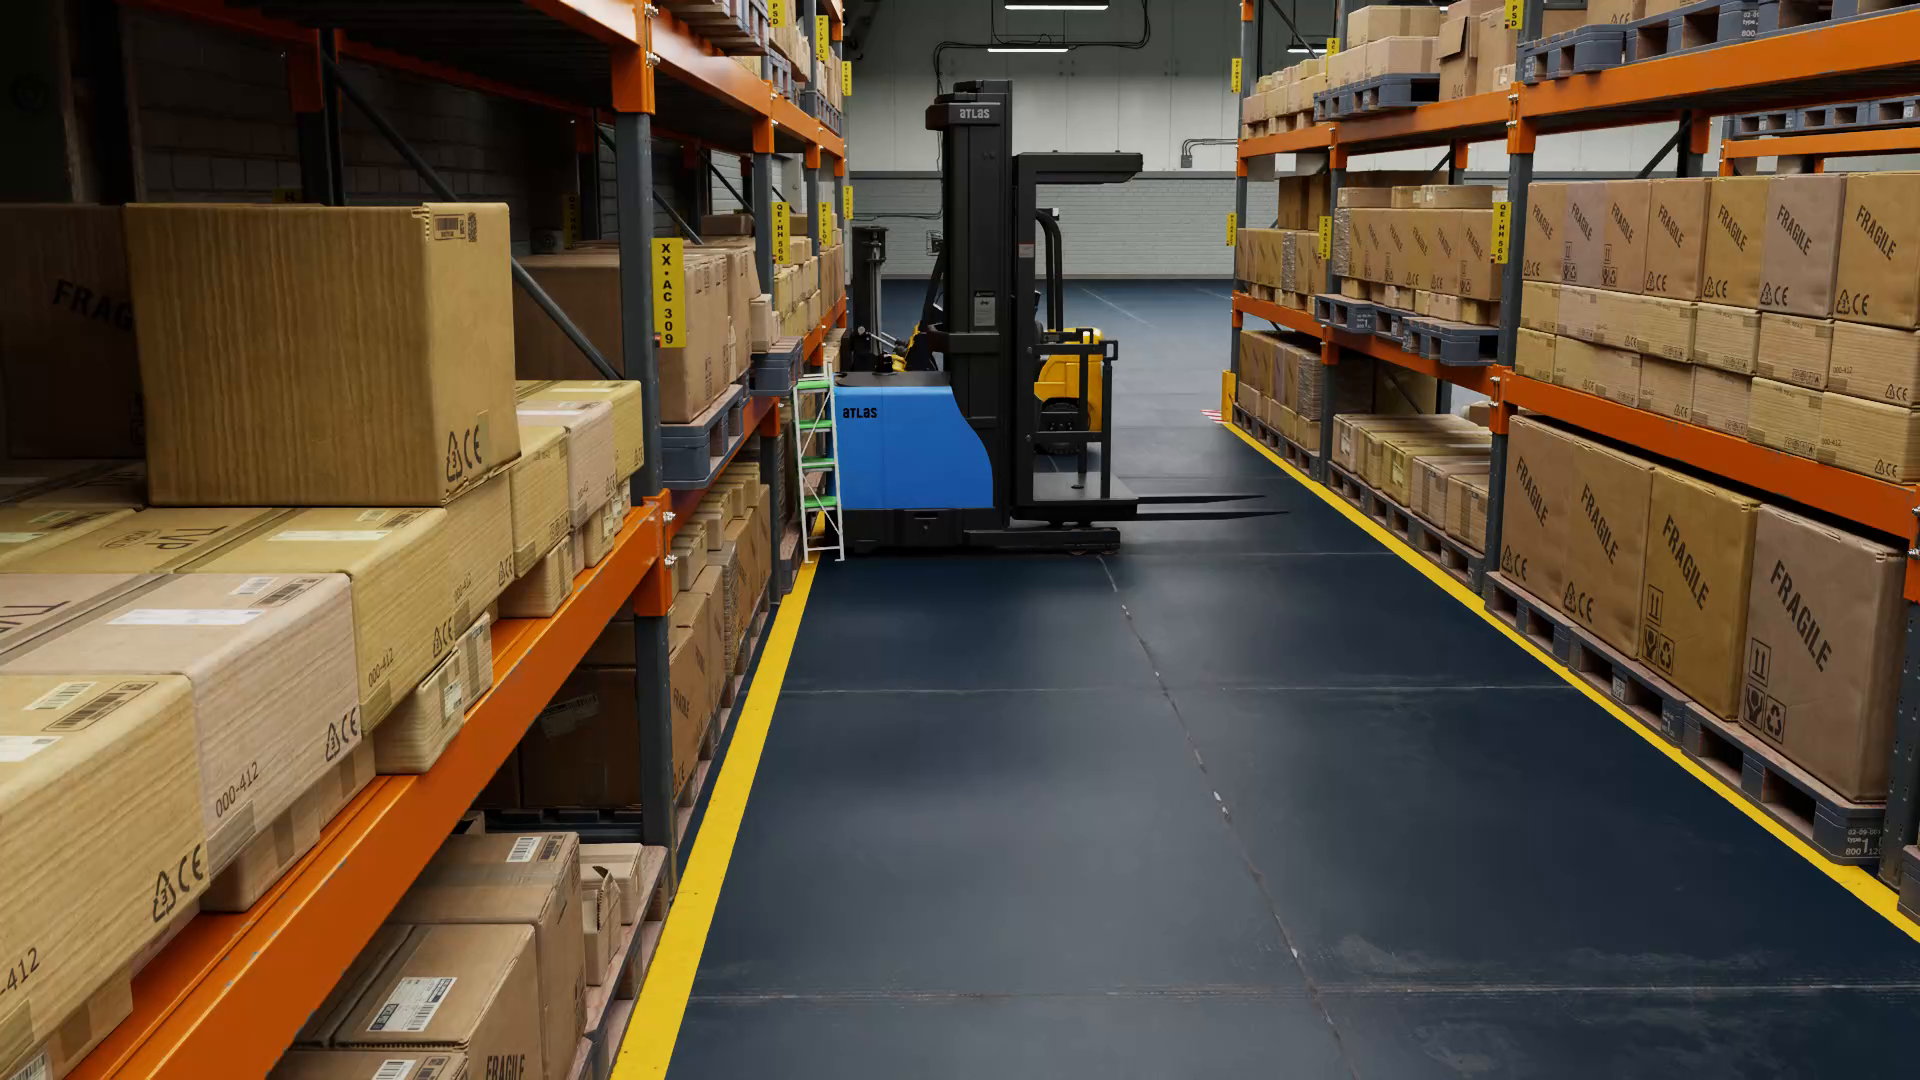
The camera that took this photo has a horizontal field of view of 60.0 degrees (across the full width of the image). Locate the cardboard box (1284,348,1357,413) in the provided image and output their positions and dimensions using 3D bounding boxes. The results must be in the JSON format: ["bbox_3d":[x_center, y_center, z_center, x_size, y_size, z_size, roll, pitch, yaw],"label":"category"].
[{"bbox_3d":[3.084,-1.369,14.236,0.500,0.500,0.500,0,11,0],"label":"cardboard box"}]

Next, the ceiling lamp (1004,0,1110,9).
[{"bbox_3d":[1.841,-11.762,31.723,2.000,3.185,0.800,0,11,-1],"label":"ceiling lamp"}]

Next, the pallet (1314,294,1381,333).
[{"bbox_3d":[3.247,-1.679,12.274,1.003,0.211,1.213,0,11,-1],"label":"pallet"}]

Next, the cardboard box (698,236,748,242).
[{"bbox_3d":[-1.793,-2.201,12.479,0.380,0.149,0.250,0,11,-2],"label":"cardboard box"}]

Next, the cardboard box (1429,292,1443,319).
[{"bbox_3d":[3.092,-1.430,10.141,0.380,0.149,0.250,-1,11,-4],"label":"cardboard box"}]

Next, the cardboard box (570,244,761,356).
[{"bbox_3d":[-1.285,-1.042,7.335,0.797,0.503,0.637,-1,11,-2],"label":"cardboard box"}]

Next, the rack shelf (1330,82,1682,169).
[{"bbox_3d":[3.418,-2.646,10.820,1.077,0.370,4.000,0,11,-1],"label":"rack shelf"}]

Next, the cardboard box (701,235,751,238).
[{"bbox_3d":[-1.849,-2.334,13.138,0.380,0.149,0.250,0,11,-1],"label":"cardboard box"}]

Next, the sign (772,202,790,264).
[{"bbox_3d":[-0.961,-1.642,8.896,0.100,0.325,0.005,0,11,-1],"label":"sign"}]

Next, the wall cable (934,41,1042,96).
[{"bbox_3d":[0.791,-13.017,47.694,3.097,2.526,0.112,0,11,-1],"label":"wall cable"}]

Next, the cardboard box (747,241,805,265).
[{"bbox_3d":[-1.218,-1.898,10.988,0.380,0.149,0.250,-1,11,-3],"label":"cardboard box"}]

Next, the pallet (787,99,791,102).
[{"bbox_3d":[-1.633,-2.844,10.462,1.003,0.211,1.213,0,11,1],"label":"pallet"}]

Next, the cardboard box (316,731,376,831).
[{"bbox_3d":[-1.117,0.332,2.511,0.380,0.149,0.250,0,11,0],"label":"cardboard box"}]

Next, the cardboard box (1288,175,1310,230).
[{"bbox_3d":[3.526,-3.204,15.795,0.700,0.500,0.500,0,11,-1],"label":"cardboard box"}]

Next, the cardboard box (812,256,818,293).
[{"bbox_3d":[-1.320,-1.979,12.391,0.500,0.250,0.500,0,11,-2],"label":"cardboard box"}]

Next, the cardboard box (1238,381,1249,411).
[{"bbox_3d":[3.034,-1.418,16.361,0.500,0.250,0.500,0,11,-2],"label":"cardboard box"}]

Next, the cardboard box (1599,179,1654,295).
[{"bbox_3d":[3.240,-1.369,7.496,0.500,0.500,0.500,0,11,0],"label":"cardboard box"}]

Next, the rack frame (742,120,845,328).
[{"bbox_3d":[-1.669,-2.700,16.822,1.000,3.000,0.127,0,11,-1],"label":"rack frame"}]

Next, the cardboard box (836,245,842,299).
[{"bbox_3d":[-1.394,-2.549,15.826,0.500,0.500,0.500,0,11,1],"label":"cardboard box"}]

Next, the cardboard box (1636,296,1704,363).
[{"bbox_3d":[3.228,-0.897,7.058,0.500,0.250,0.500,0,11,0],"label":"cardboard box"}]

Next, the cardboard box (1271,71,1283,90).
[{"bbox_3d":[3.017,-4.136,14.982,0.380,0.149,0.250,0,11,0],"label":"cardboard box"}]

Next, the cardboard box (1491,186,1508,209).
[{"bbox_3d":[3.668,-2.362,11.470,0.380,0.149,0.250,-1,11,-4],"label":"cardboard box"}]

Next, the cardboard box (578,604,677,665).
[{"bbox_3d":[-1.162,0.315,5.563,0.380,0.149,0.250,0,11,2],"label":"cardboard box"}]

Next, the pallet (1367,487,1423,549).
[{"bbox_3d":[3.422,-0.161,11.322,1.003,0.211,1.213,0,11,-1],"label":"pallet"}]

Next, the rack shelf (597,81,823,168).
[{"bbox_3d":[-1.545,-2.624,10.716,1.077,0.370,4.000,0,11,-1],"label":"rack shelf"}]

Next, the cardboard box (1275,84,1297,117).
[{"bbox_3d":[3.065,-3.857,14.613,0.500,0.250,0.500,0,11,0],"label":"cardboard box"}]

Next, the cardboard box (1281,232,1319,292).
[{"bbox_3d":[3.086,-2.413,14.410,0.500,0.500,0.500,0,11,0],"label":"cardboard box"}]

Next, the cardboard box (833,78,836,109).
[{"bbox_3d":[-1.343,-4.145,15.431,0.396,0.266,0.258,0,11,-1],"label":"cardboard box"}]

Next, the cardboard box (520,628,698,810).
[{"bbox_3d":[-1.206,0.608,5.749,0.500,0.500,0.500,0,11,1],"label":"cardboard box"}]

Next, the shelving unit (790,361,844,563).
[{"bbox_3d":[-0.895,-0.494,10.325,0.258,1.200,0.503,-4,9,-8],"label":"shelving unit"}]

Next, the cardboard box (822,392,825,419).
[{"bbox_3d":[-1.287,-1.105,13.564,0.500,0.250,0.500,0,11,-1],"label":"cardboard box"}]

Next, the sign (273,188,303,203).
[{"bbox_3d":[-1.975,-0.879,4.934,0.100,0.325,0.005,0,11,-1],"label":"sign"}]

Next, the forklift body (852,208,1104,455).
[{"bbox_3d":[0.195,-1.914,15.085,2.313,2.155,1.214,0,11,-1],"label":"forklift body"}]

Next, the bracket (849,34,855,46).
[{"bbox_3d":[-2.758,-12.632,41.637,0.076,0.066,4.783,0,11,-1],"label":"bracket"}]

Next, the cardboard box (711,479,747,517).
[{"bbox_3d":[-1.242,-0.204,8.121,0.380,0.149,0.250,-1,11,-3],"label":"cardboard box"}]

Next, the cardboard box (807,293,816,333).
[{"bbox_3d":[-1.298,-1.632,11.936,0.500,0.250,0.500,0,11,-1],"label":"cardboard box"}]

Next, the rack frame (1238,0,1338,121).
[{"bbox_3d":[3.294,-5.661,16.329,1.000,3.000,0.127,0,11,-1],"label":"rack frame"}]

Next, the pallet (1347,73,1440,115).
[{"bbox_3d":[3.307,-2.974,11.104,1.213,0.211,1.003,0,11,-1],"label":"pallet"}]

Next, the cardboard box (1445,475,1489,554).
[{"bbox_3d":[3.458,-0.161,9.860,0.950,0.372,0.625,-1,12,-5],"label":"cardboard box"}]

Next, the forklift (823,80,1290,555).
[{"bbox_3d":[0.621,-1.446,10.814,3.031,2.935,1.130,-1,12,-4],"label":"forklift"}]

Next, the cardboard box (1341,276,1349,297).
[{"bbox_3d":[3.072,-1.897,12.442,0.380,0.149,0.250,0,11,0],"label":"cardboard box"}]

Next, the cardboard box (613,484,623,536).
[{"bbox_3d":[-1.134,-0.077,4.527,0.380,0.149,0.250,0,11,0],"label":"cardboard box"}]

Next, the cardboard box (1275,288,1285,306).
[{"bbox_3d":[3.024,-2.169,14.838,0.380,0.149,0.250,0,11,-1],"label":"cardboard box"}]

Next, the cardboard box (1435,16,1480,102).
[{"bbox_3d":[3.399,-2.954,10.273,0.797,0.503,0.637,0,11,-1],"label":"cardboard box"}]

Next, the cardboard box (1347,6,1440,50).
[{"bbox_3d":[3.008,-3.556,11.563,0.500,0.250,0.500,0,11,-2],"label":"cardboard box"}]

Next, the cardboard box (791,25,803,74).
[{"bbox_3d":[-1.311,-3.290,11.105,0.500,0.311,0.500,-1,11,-3],"label":"cardboard box"}]

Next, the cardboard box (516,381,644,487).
[{"bbox_3d":[-1.166,-0.286,4.555,0.500,0.250,0.500,0,11,0],"label":"cardboard box"}]

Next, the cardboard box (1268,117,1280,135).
[{"bbox_3d":[3.007,-3.744,15.055,0.380,0.149,0.250,0,11,-1],"label":"cardboard box"}]

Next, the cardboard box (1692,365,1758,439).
[{"bbox_3d":[3.280,-0.552,6.611,0.500,0.250,0.500,-1,11,-3],"label":"cardboard box"}]

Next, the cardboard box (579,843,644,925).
[{"bbox_3d":[-1.116,0.987,4.765,0.380,0.149,0.250,-1,11,-3],"label":"cardboard box"}]

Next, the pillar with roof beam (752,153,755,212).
[{"bbox_3d":[1.625,-6.708,21.491,9.100,9.000,0.400,0,11,-1],"label":"pillar with roof beam"}]
